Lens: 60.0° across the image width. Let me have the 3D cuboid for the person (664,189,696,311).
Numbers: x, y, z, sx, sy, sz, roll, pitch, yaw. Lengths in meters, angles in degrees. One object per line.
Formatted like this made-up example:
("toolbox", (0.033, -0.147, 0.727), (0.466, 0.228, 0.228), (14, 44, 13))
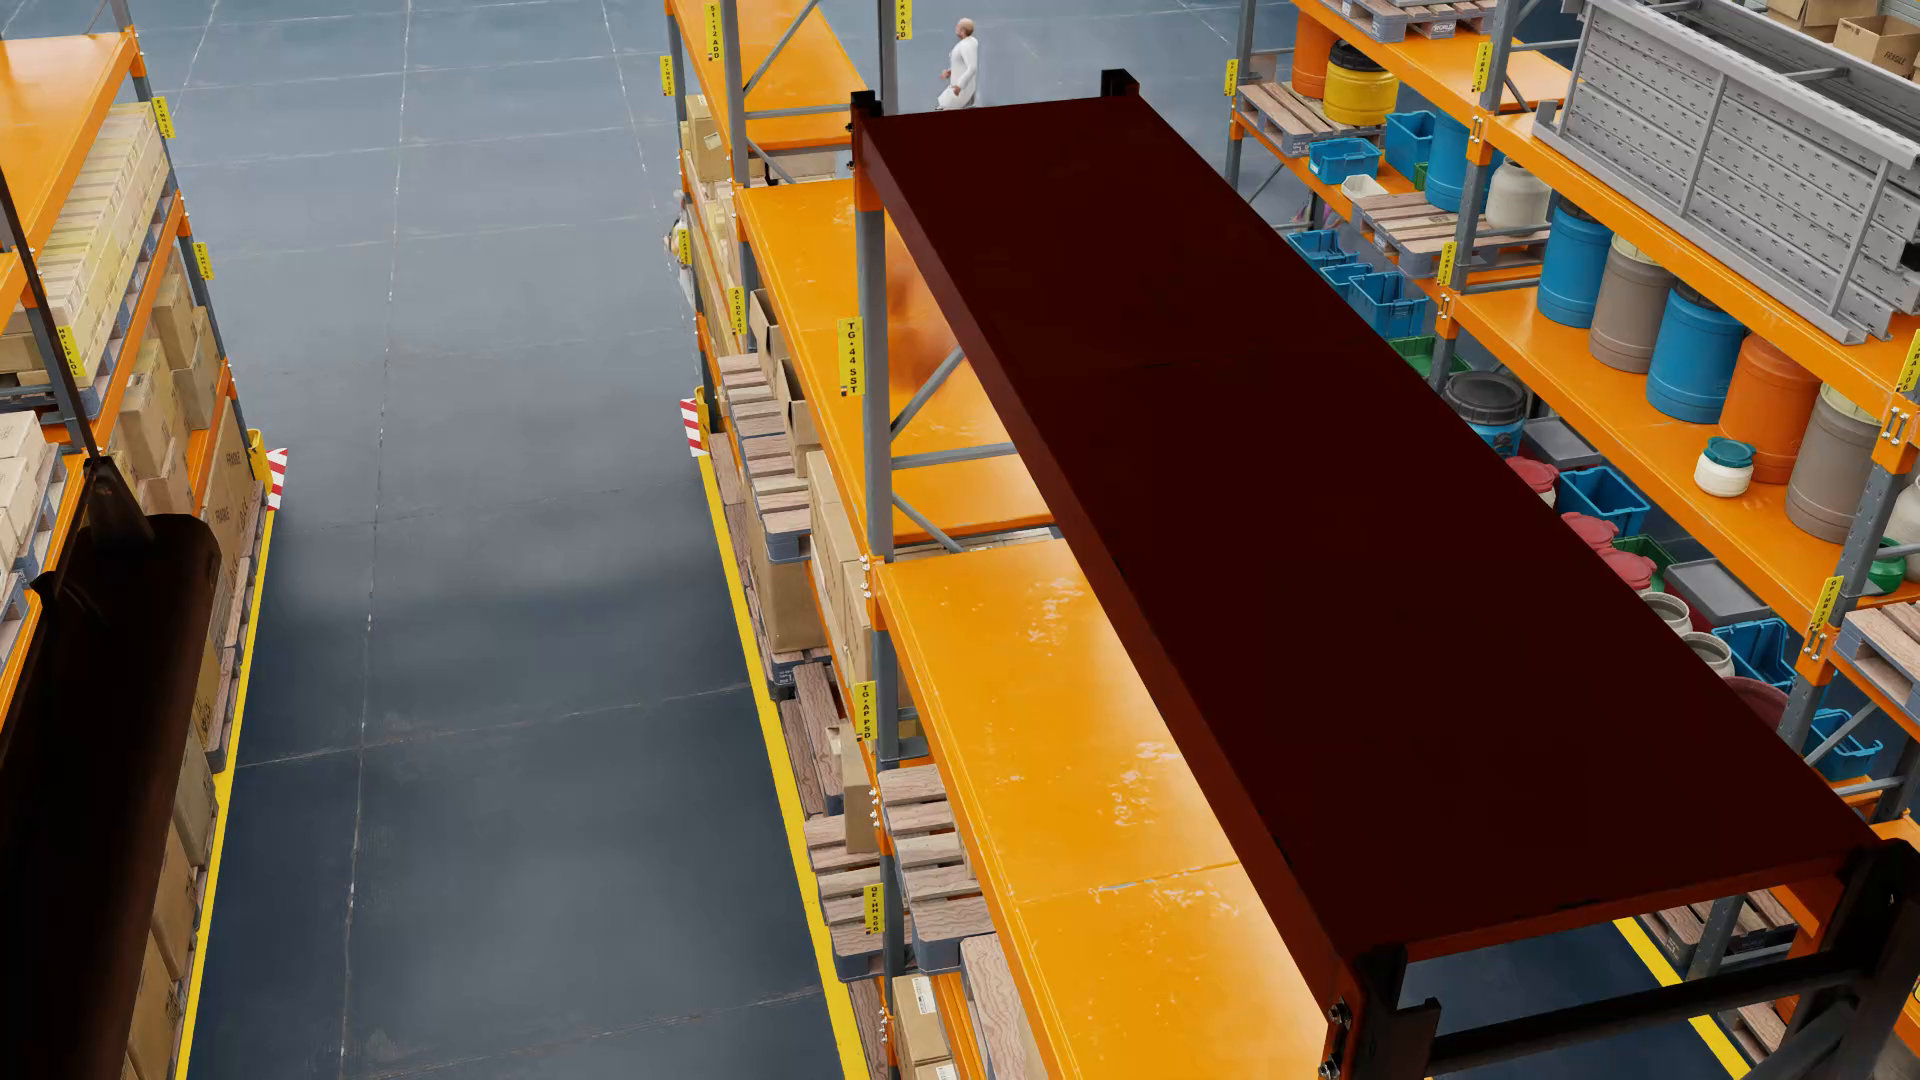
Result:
("person", (-2.668, -2.788, 16.700), (0.643, 1.642, 0.586), (14, 37, 20))

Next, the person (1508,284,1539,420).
("person", (5.140, -1.615, 14.980), (0.573, 1.777, 0.876), (-19, 39, -25))

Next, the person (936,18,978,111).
("person", (0.003, -5.639, 20.788), (0.608, 1.737, 0.722), (7, 35, 10))

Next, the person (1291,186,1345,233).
("person", (3.622, -2.941, 16.998), (0.615, 1.636, 0.570), (18, 39, 25))
